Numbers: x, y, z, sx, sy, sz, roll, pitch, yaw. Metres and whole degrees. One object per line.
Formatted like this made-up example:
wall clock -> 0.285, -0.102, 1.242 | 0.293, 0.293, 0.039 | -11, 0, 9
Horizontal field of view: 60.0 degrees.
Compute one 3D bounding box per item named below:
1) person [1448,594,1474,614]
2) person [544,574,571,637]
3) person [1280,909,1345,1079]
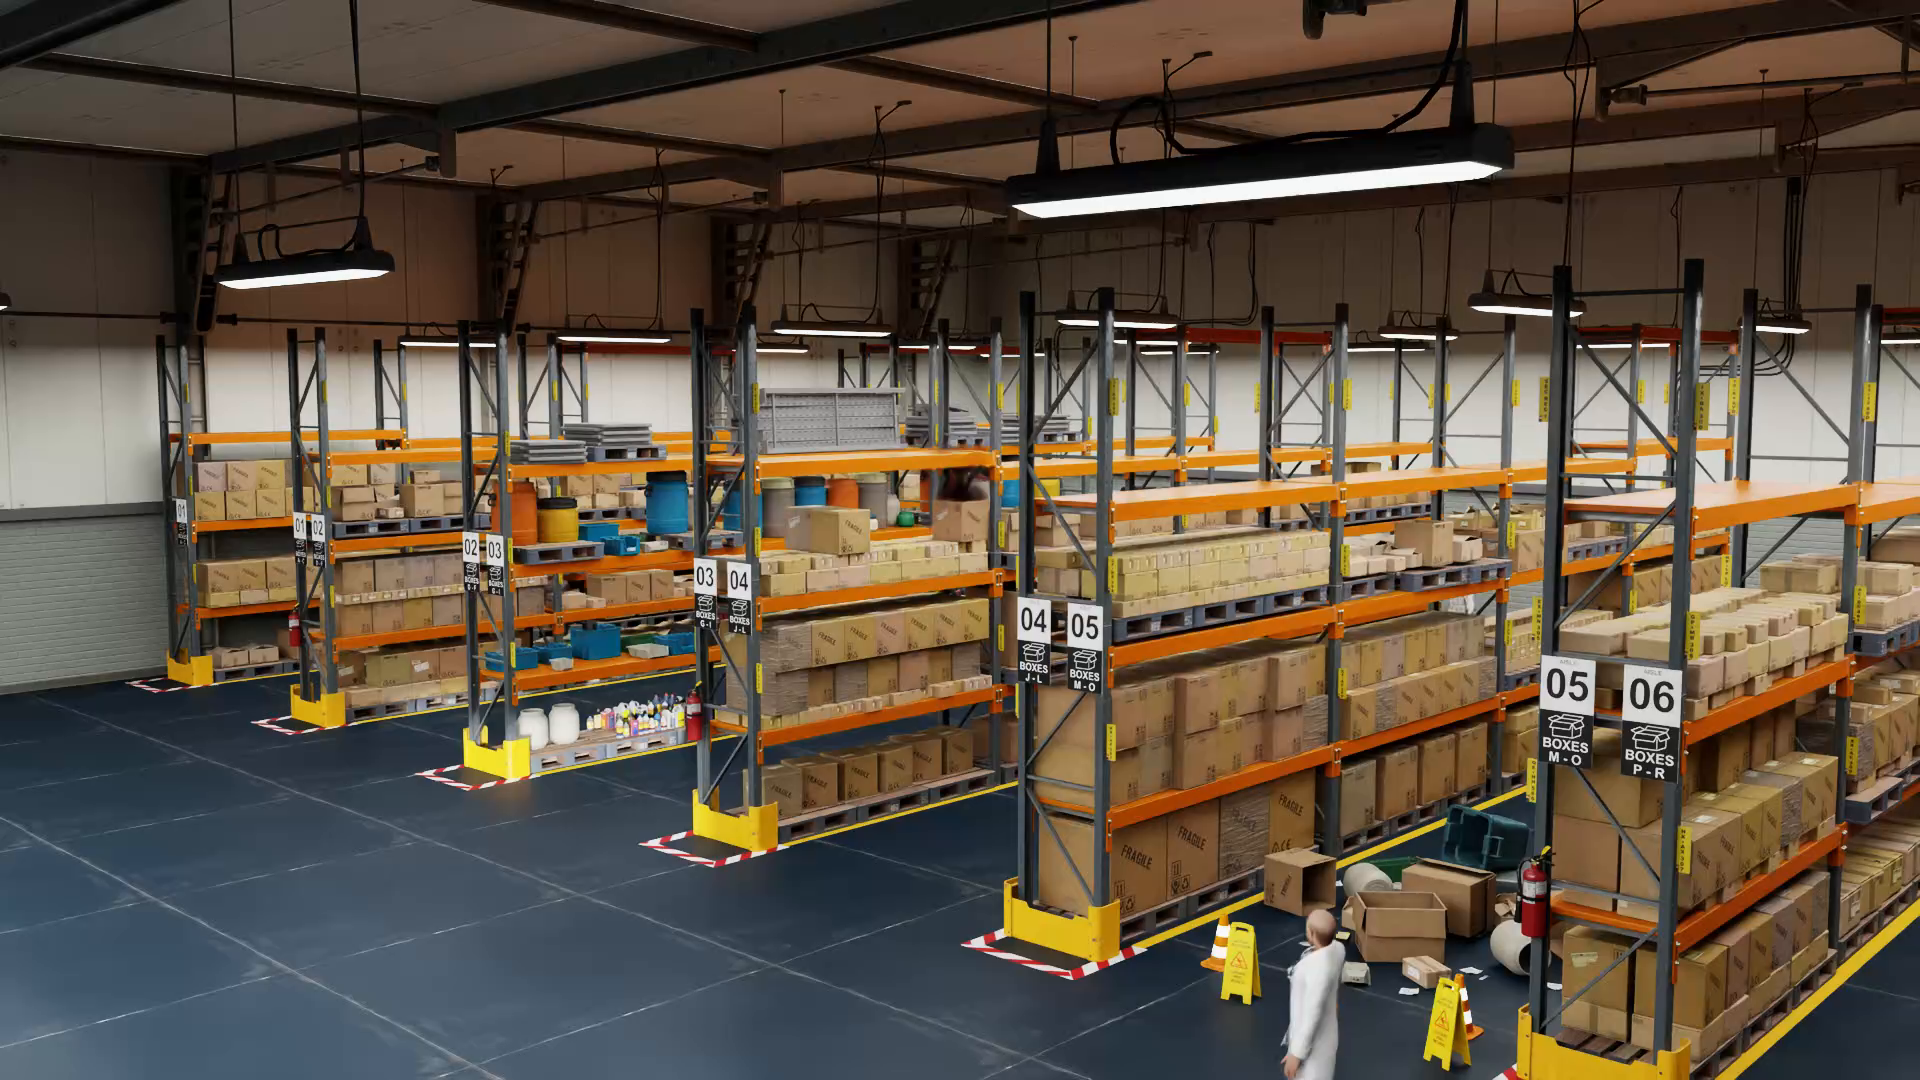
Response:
person -> 9.275, 1.416, 30.975 | 0.400, 1.700, 0.587 | -4, 6, -34
person -> -7.515, 1.378, 30.933 | 0.603, 1.771, 0.696 | 0, 5, 3
person -> 2.310, 3.262, 10.838 | 0.547, 1.763, 0.663 | 1, 6, 15
